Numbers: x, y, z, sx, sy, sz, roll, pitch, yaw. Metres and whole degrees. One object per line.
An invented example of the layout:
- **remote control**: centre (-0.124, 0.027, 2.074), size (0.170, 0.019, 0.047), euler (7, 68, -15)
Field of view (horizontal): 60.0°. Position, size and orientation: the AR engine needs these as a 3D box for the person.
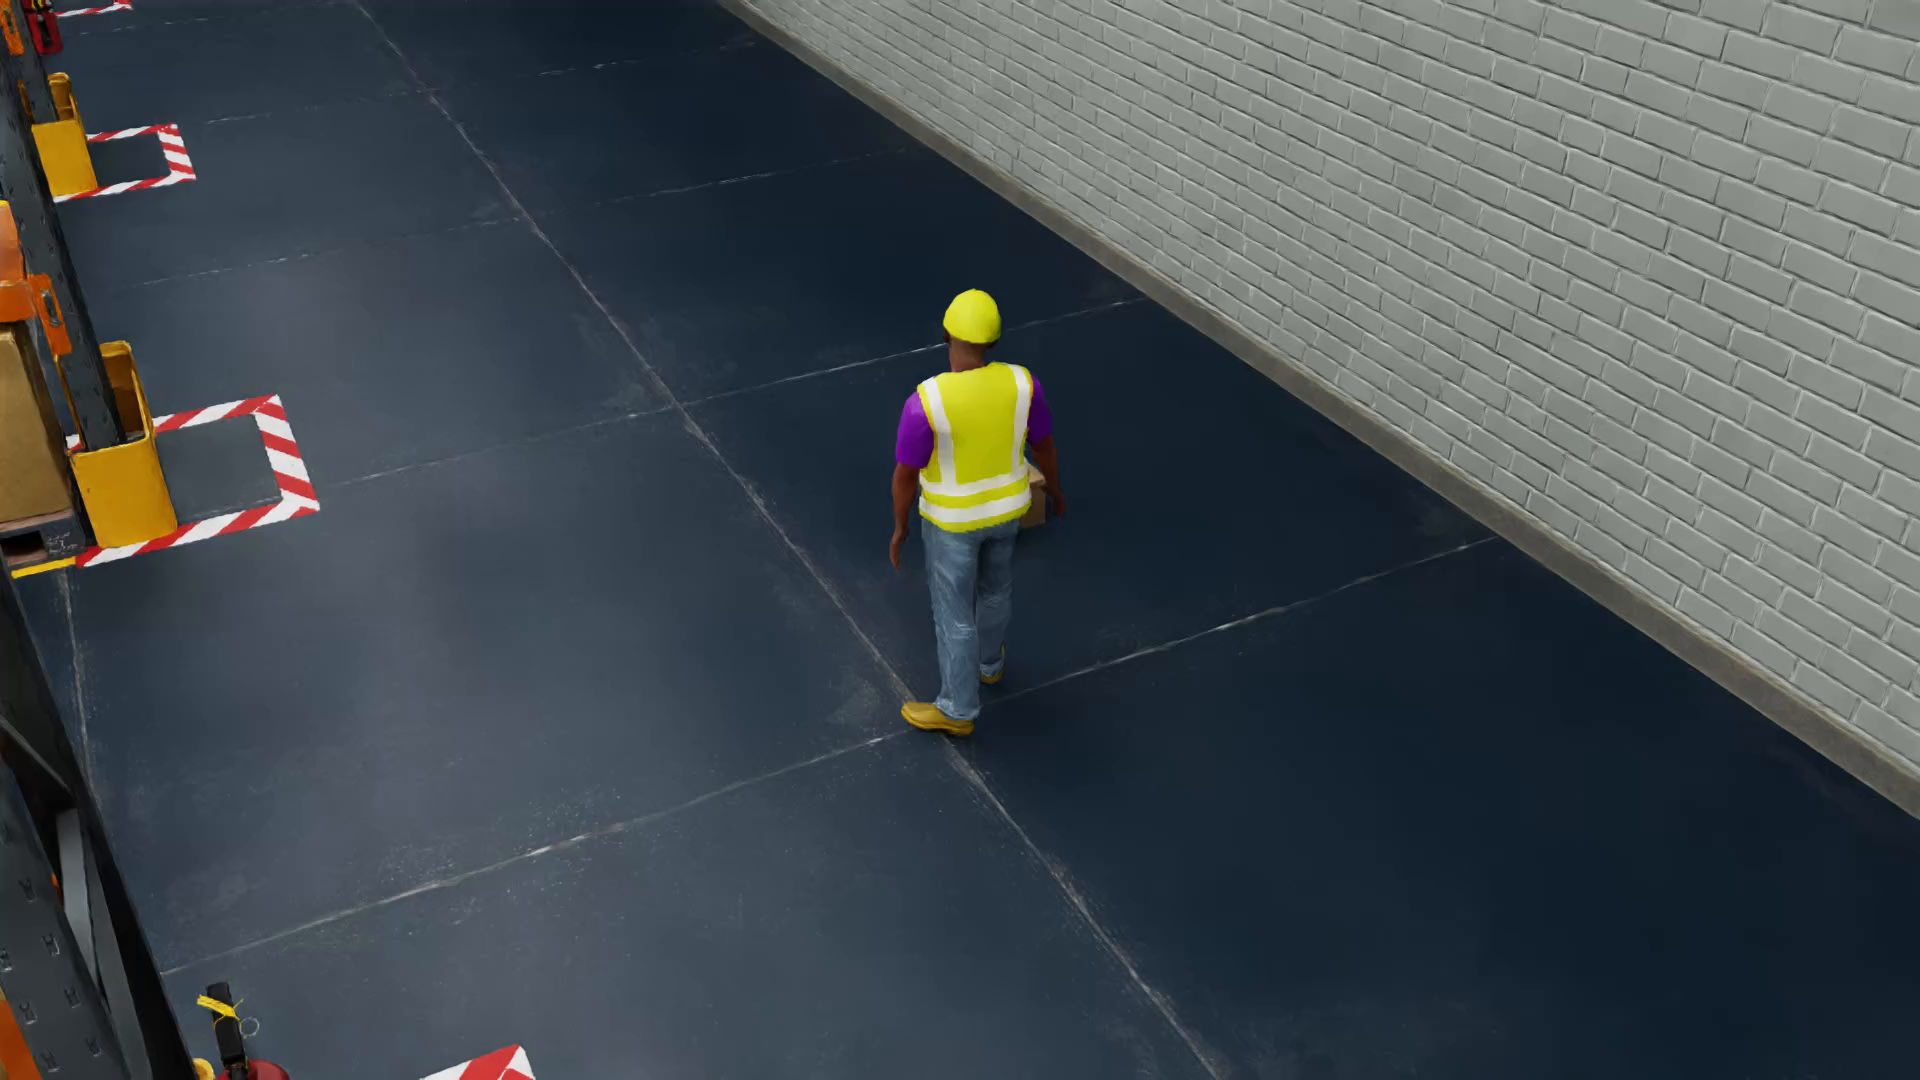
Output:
- **person**: centre (0.059, -0.140, 6.312), size (0.738, 1.768, 0.582), euler (-13, 35, -20)
